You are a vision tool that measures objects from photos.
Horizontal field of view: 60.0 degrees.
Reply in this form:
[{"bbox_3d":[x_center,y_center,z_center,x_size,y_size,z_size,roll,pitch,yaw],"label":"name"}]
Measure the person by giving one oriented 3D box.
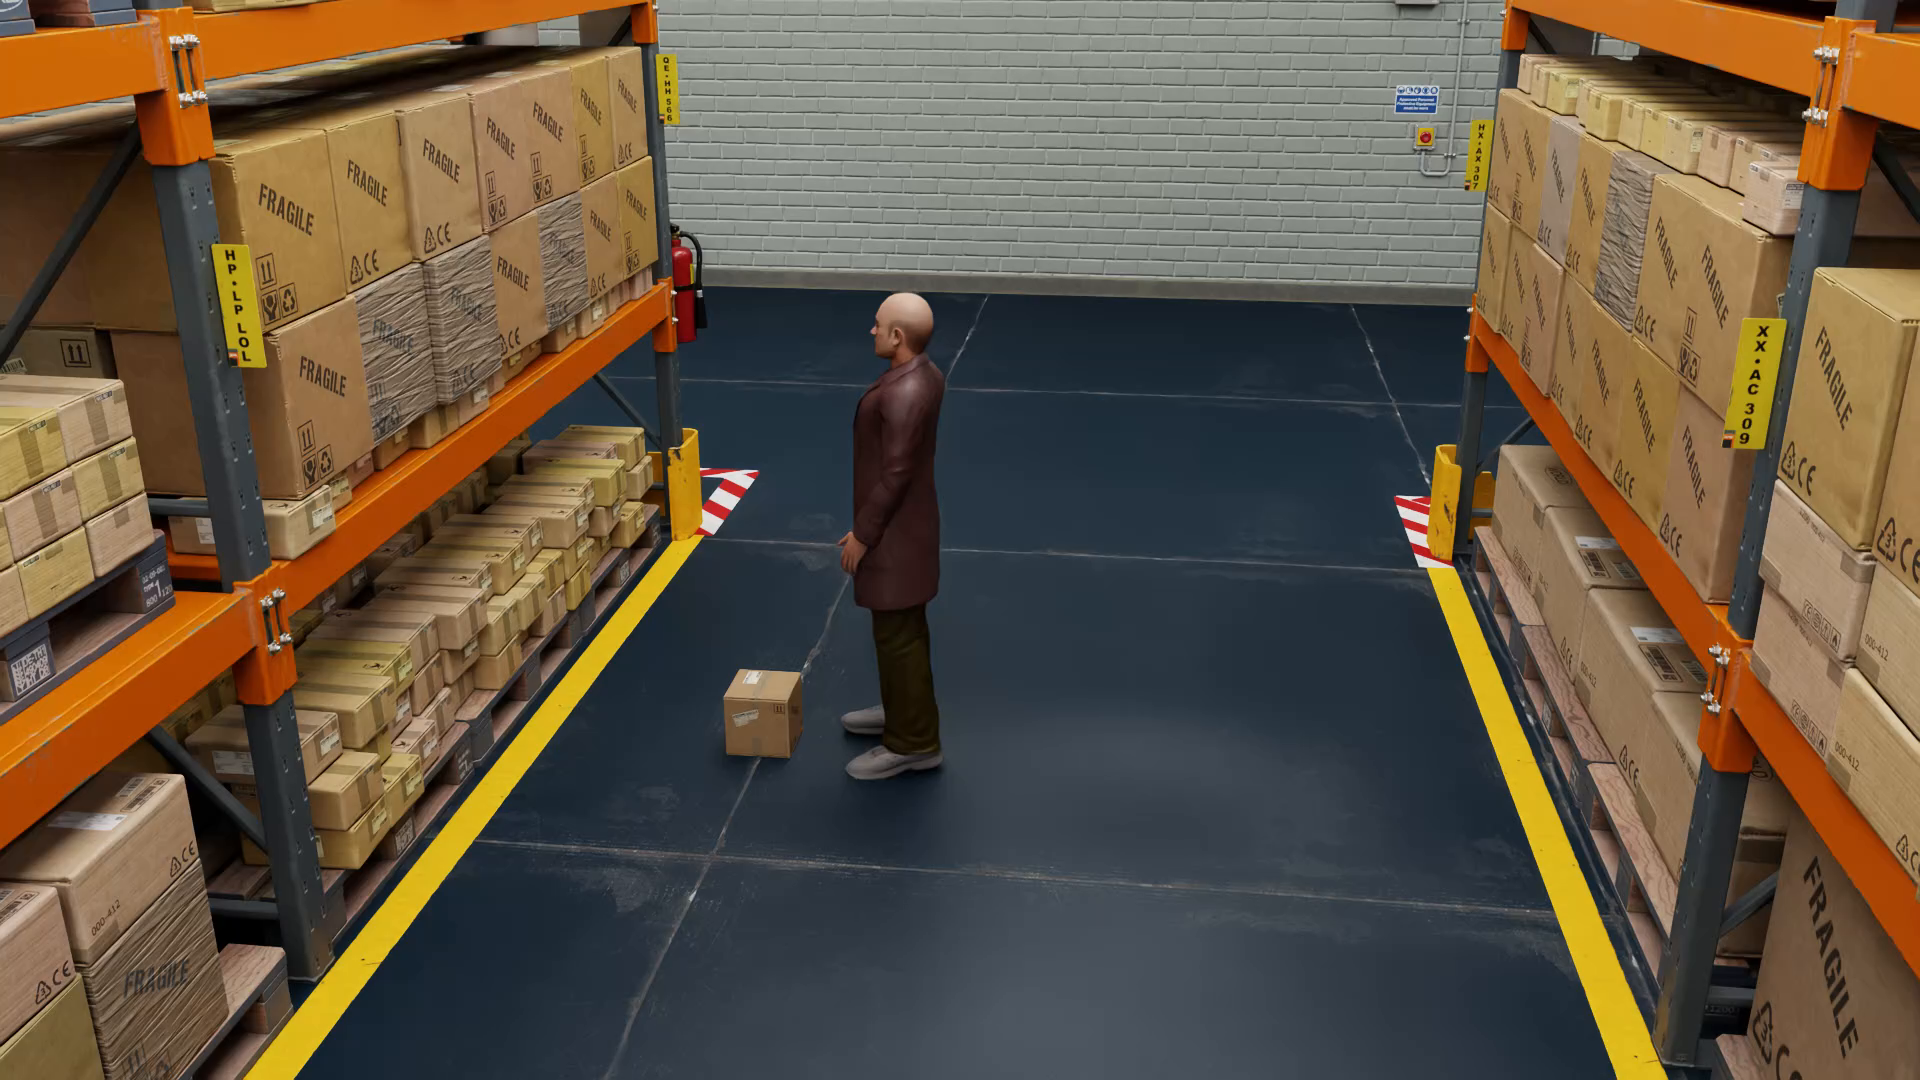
[{"bbox_3d":[-0.263,-0.027,6.156,0.445,1.798,0.574,3,21,7],"label":"person"}]
